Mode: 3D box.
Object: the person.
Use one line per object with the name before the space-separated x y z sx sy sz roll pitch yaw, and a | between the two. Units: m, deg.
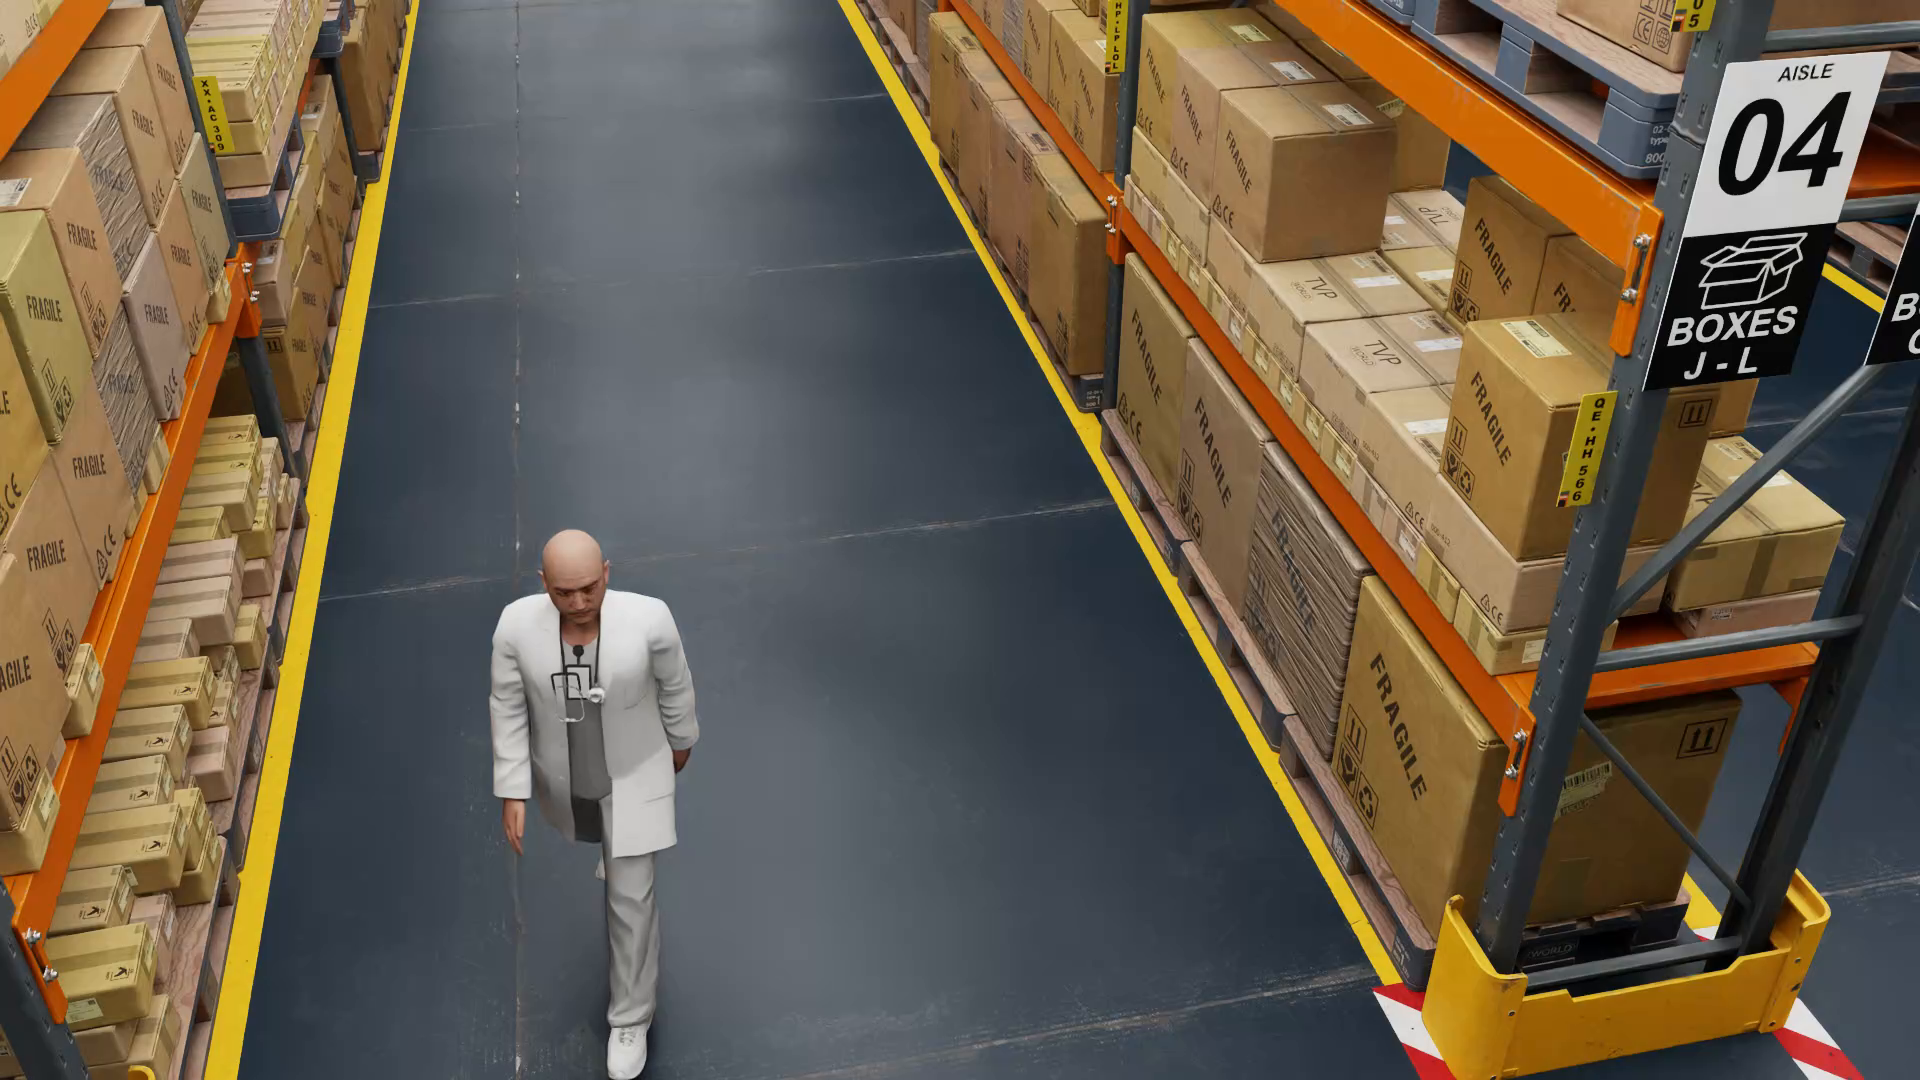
person | -1.111 0.675 5.150 0.576 1.724 1.177 1 34 2
